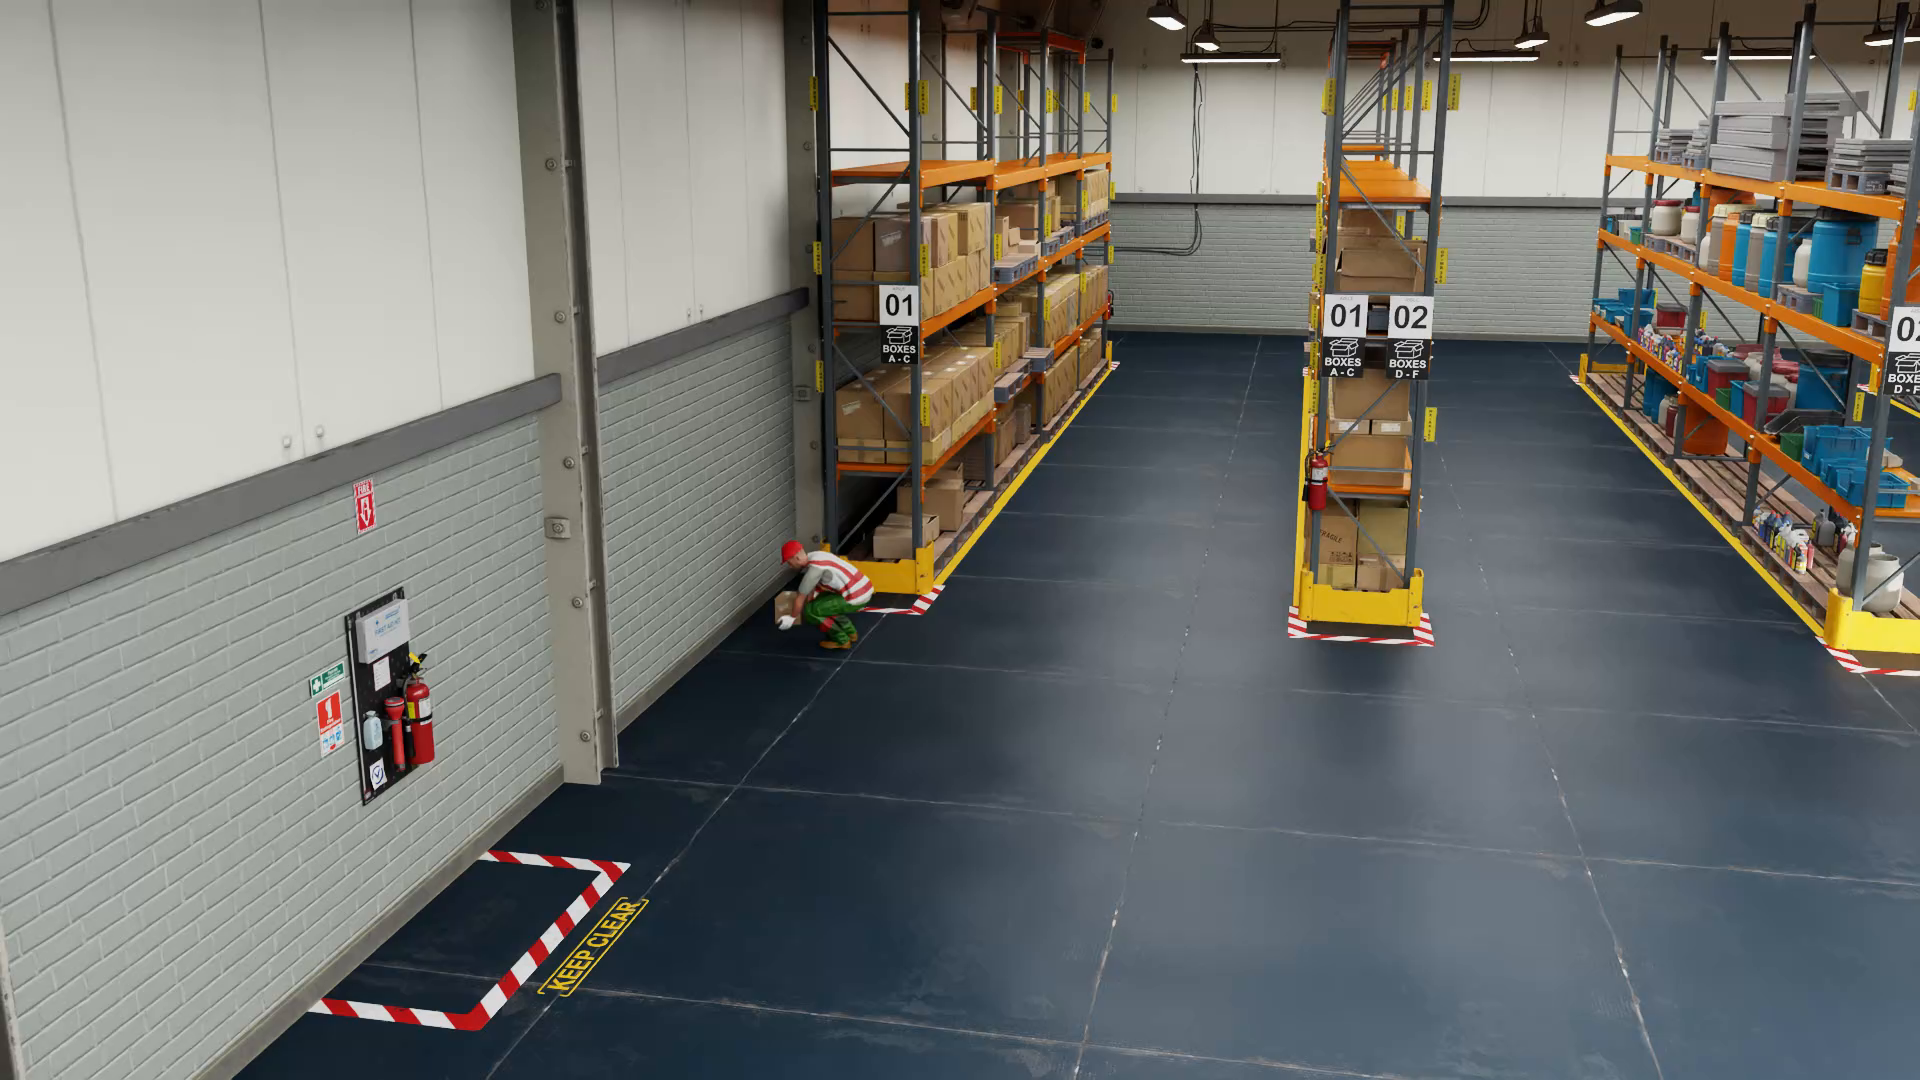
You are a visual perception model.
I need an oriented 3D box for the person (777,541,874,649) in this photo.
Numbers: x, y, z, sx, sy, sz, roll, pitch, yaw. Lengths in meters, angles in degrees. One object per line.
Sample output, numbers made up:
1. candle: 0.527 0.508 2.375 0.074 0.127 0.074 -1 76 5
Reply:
1. person: -1.263 0.501 15.601 0.881 1.006 0.572 3 15 11
